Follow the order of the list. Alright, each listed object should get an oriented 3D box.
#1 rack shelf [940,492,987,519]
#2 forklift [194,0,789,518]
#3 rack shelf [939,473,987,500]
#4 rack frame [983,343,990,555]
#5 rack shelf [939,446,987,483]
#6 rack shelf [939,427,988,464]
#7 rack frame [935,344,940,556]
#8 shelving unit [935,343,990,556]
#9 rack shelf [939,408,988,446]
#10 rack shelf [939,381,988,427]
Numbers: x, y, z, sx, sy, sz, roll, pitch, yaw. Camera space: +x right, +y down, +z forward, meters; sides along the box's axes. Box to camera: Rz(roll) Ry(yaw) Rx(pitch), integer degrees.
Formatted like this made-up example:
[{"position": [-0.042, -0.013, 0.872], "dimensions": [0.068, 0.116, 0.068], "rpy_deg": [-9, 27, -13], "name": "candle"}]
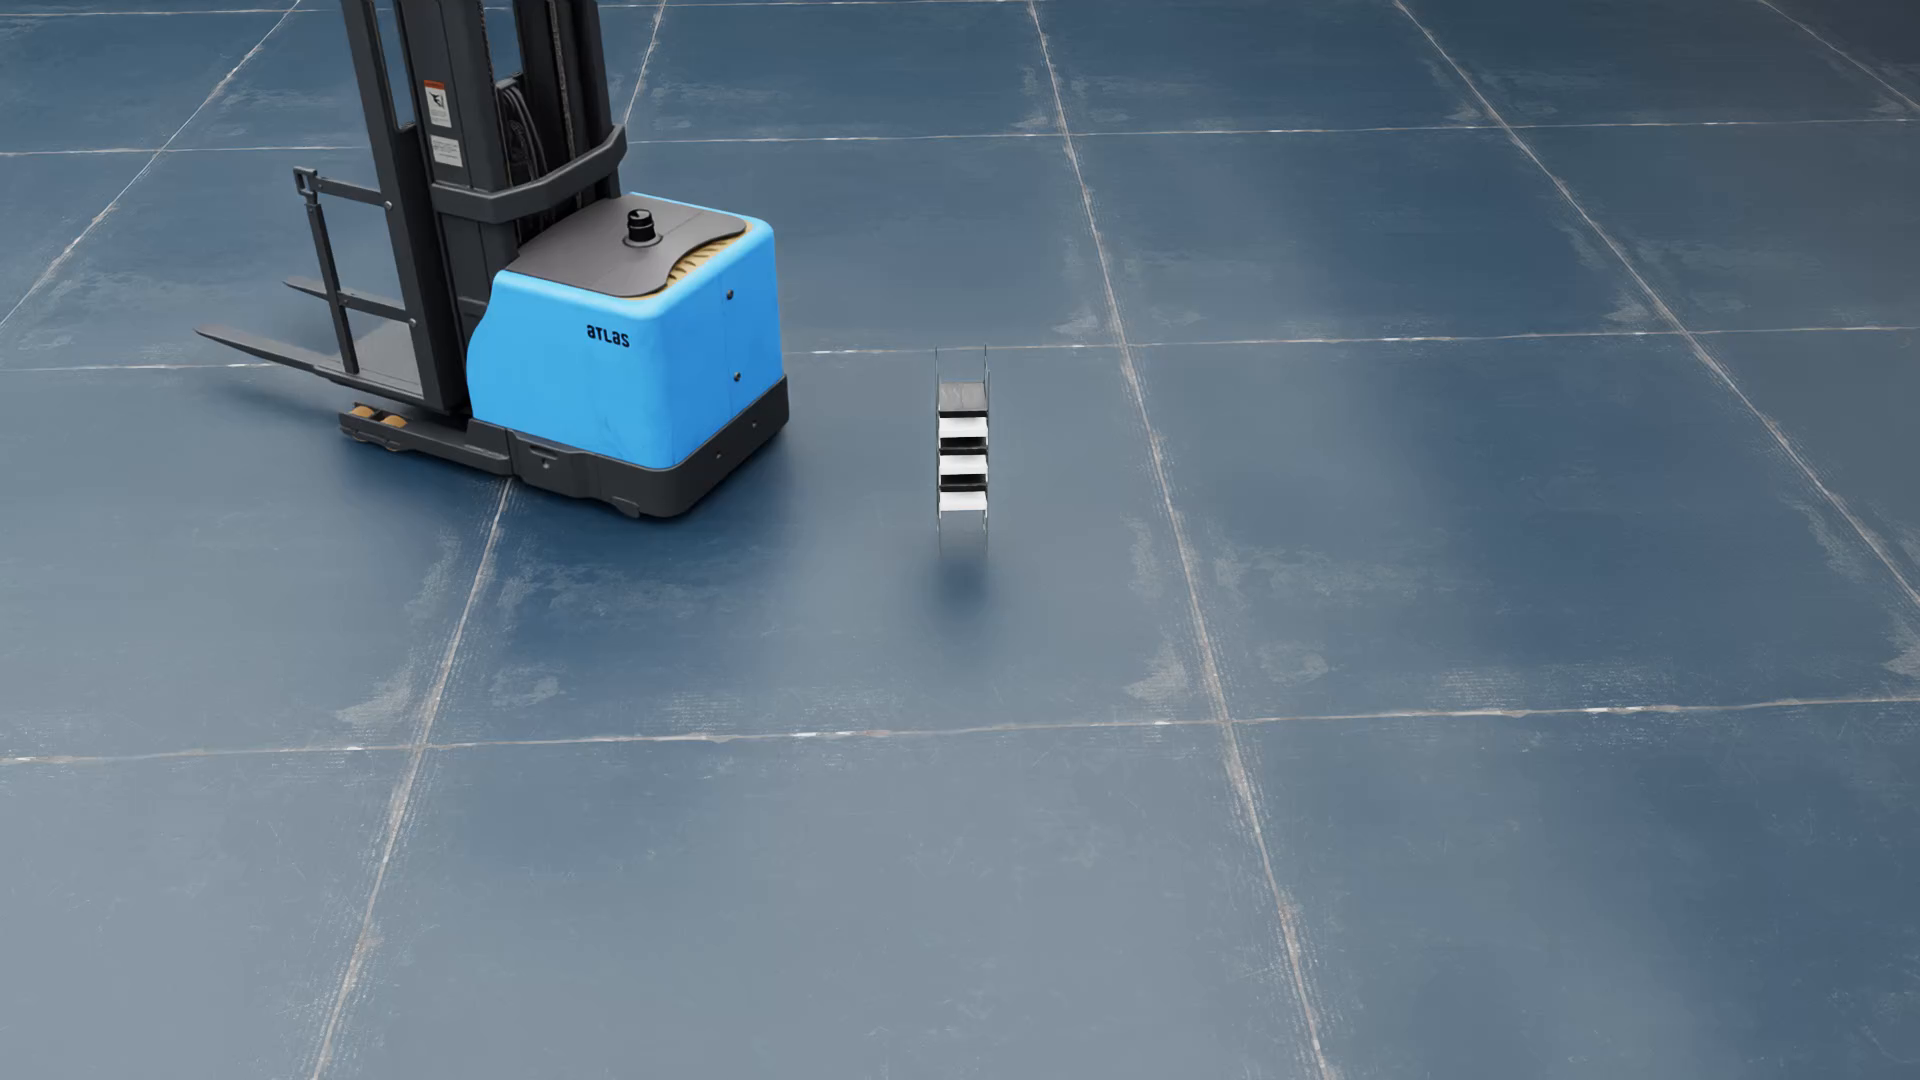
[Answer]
[{"position": [0.008, -0.195, 7.116], "dimensions": [0.200, 0.077, 0.258], "rpy_deg": [-2, 35, -2], "name": "rack shelf"}, {"position": [-2.371, -1.875, 7.384], "dimensions": [3.031, 2.935, 1.130], "rpy_deg": [16, 38, 21], "name": "forklift"}, {"position": [0.008, -0.269, 7.064], "dimensions": [0.200, 0.077, 0.258], "rpy_deg": [-2, 35, -2], "name": "rack shelf"}, {"position": [0.110, -0.373, 6.998], "dimensions": [0.006, 0.900, 0.240], "rpy_deg": [-2, 35, -2], "name": "rack frame"}, {"position": [0.008, -0.343, 7.013], "dimensions": [0.200, 0.077, 0.258], "rpy_deg": [-2, 35, -2], "name": "rack shelf"}, {"position": [0.008, -0.417, 6.962], "dimensions": [0.200, 0.077, 0.258], "rpy_deg": [-2, 35, -2], "name": "rack shelf"}, {"position": [-0.093, -0.367, 6.990], "dimensions": [0.006, 0.900, 0.240], "rpy_deg": [-2, 35, -2], "name": "rack frame"}, {"position": [0.008, -0.370, 6.994], "dimensions": [0.210, 0.900, 0.258], "rpy_deg": [-2, 35, -2], "name": "shelving unit"}, {"position": [0.008, -0.491, 6.911], "dimensions": [0.200, 0.077, 0.258], "rpy_deg": [-2, 35, -2], "name": "rack shelf"}, {"position": [0.008, -0.565, 6.860], "dimensions": [0.200, 0.077, 0.258], "rpy_deg": [-2, 35, -2], "name": "rack shelf"}]
